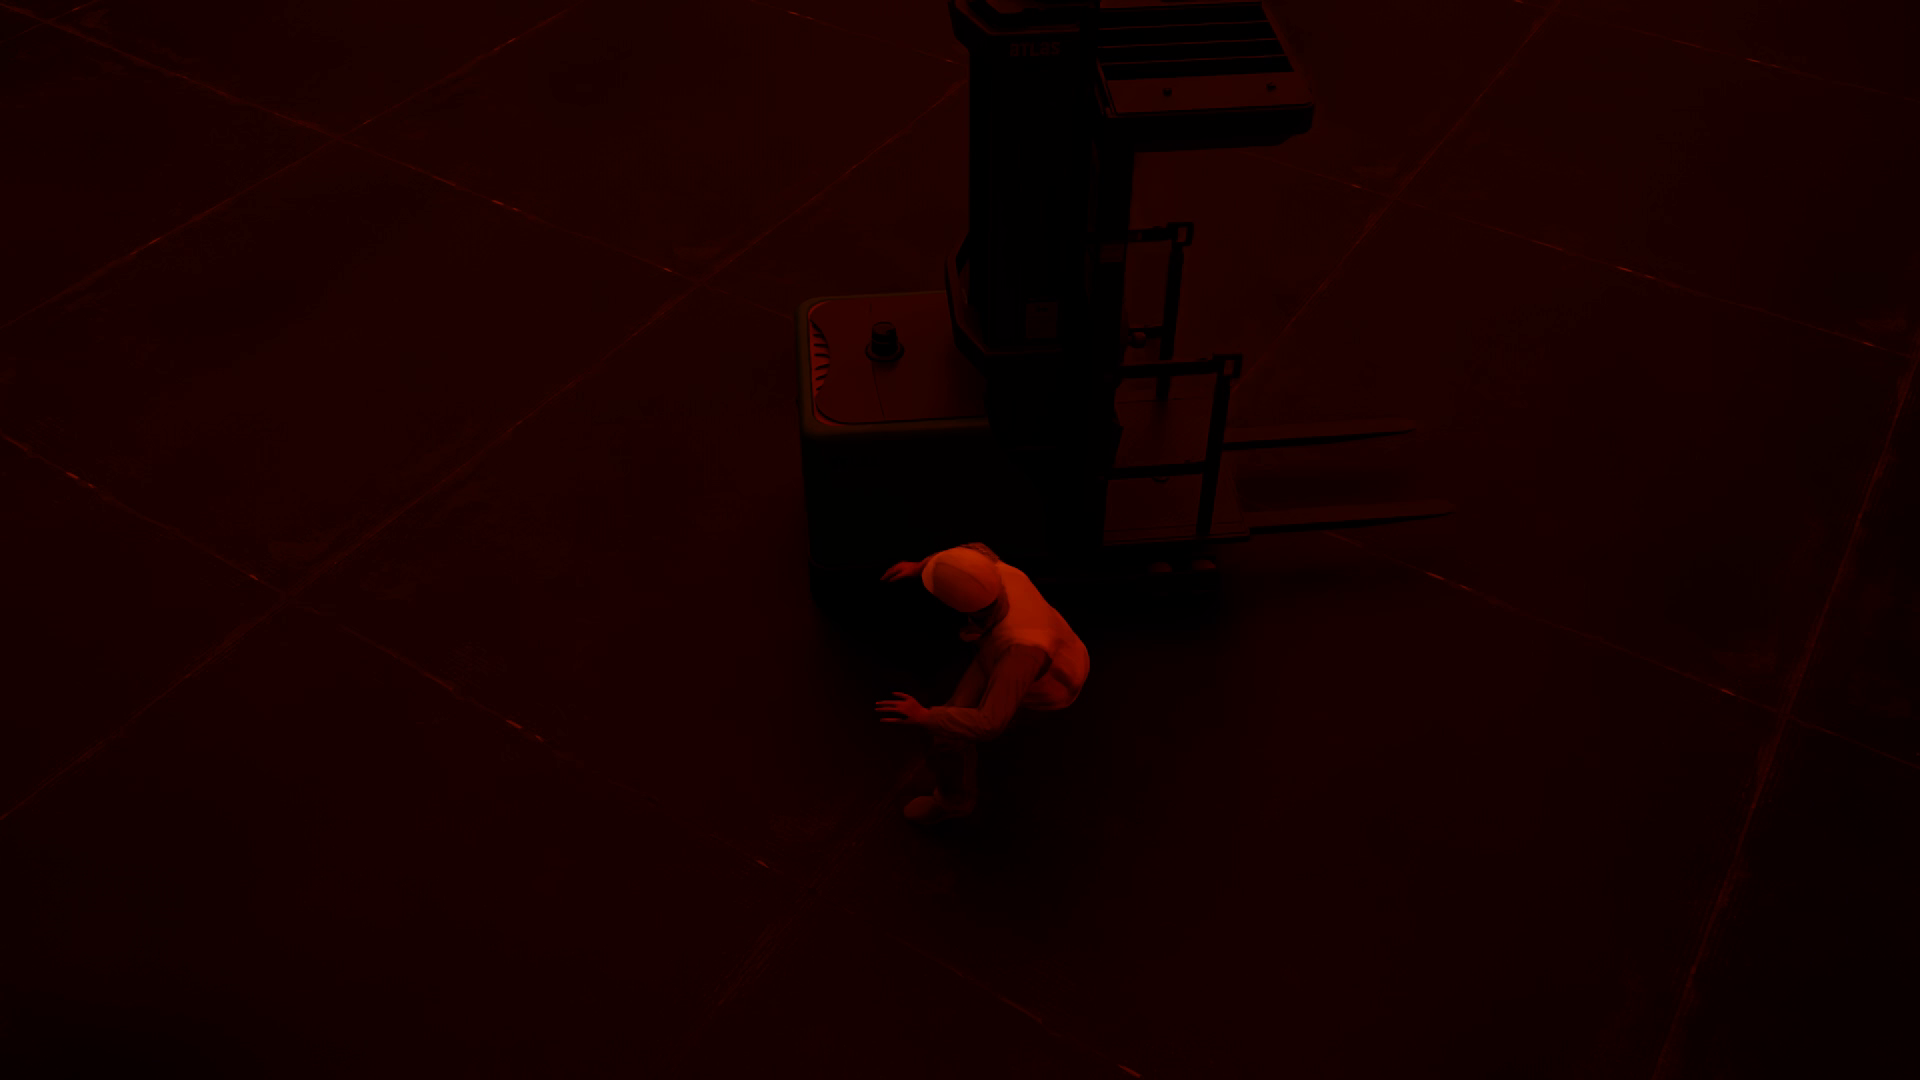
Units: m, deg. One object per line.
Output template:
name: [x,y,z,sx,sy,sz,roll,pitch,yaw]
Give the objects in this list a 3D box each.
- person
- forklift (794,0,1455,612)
person: [-0.018,0.510,6.313,0.929,1.519,0.960,-30,51,-28]
forklift: [0.783,-1.162,7.074,3.031,2.935,1.130,-4,44,-4]
